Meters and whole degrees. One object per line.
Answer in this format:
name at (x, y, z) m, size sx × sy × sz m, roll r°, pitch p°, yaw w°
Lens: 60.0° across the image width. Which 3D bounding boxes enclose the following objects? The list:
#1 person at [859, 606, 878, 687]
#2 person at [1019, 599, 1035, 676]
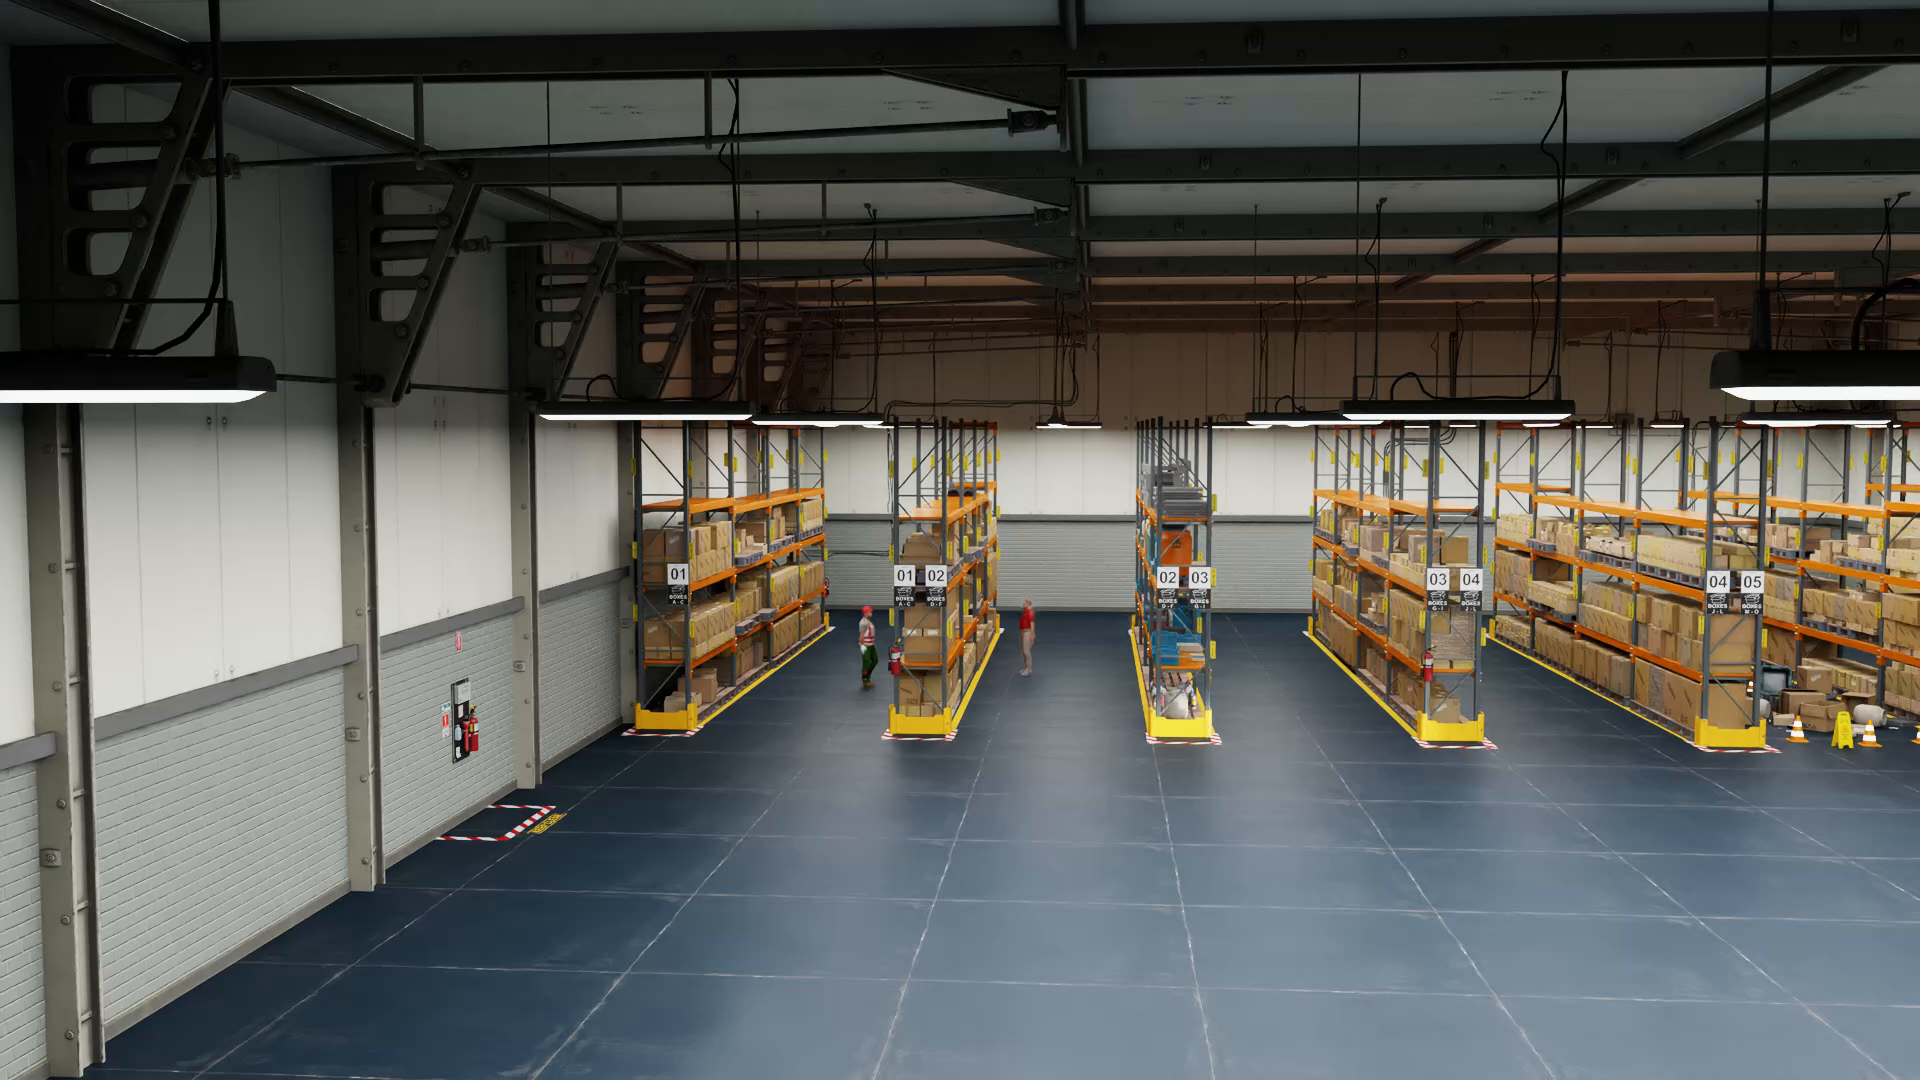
person at (-2.073, 2.391, 37.449) m, size 0.403 × 1.806 × 0.610 m, roll 1°, pitch 4°, yaw 14°
person at (1.563, 2.281, 39.011) m, size 0.389 × 1.768 × 0.654 m, roll -1°, pitch 4°, yaw -8°
